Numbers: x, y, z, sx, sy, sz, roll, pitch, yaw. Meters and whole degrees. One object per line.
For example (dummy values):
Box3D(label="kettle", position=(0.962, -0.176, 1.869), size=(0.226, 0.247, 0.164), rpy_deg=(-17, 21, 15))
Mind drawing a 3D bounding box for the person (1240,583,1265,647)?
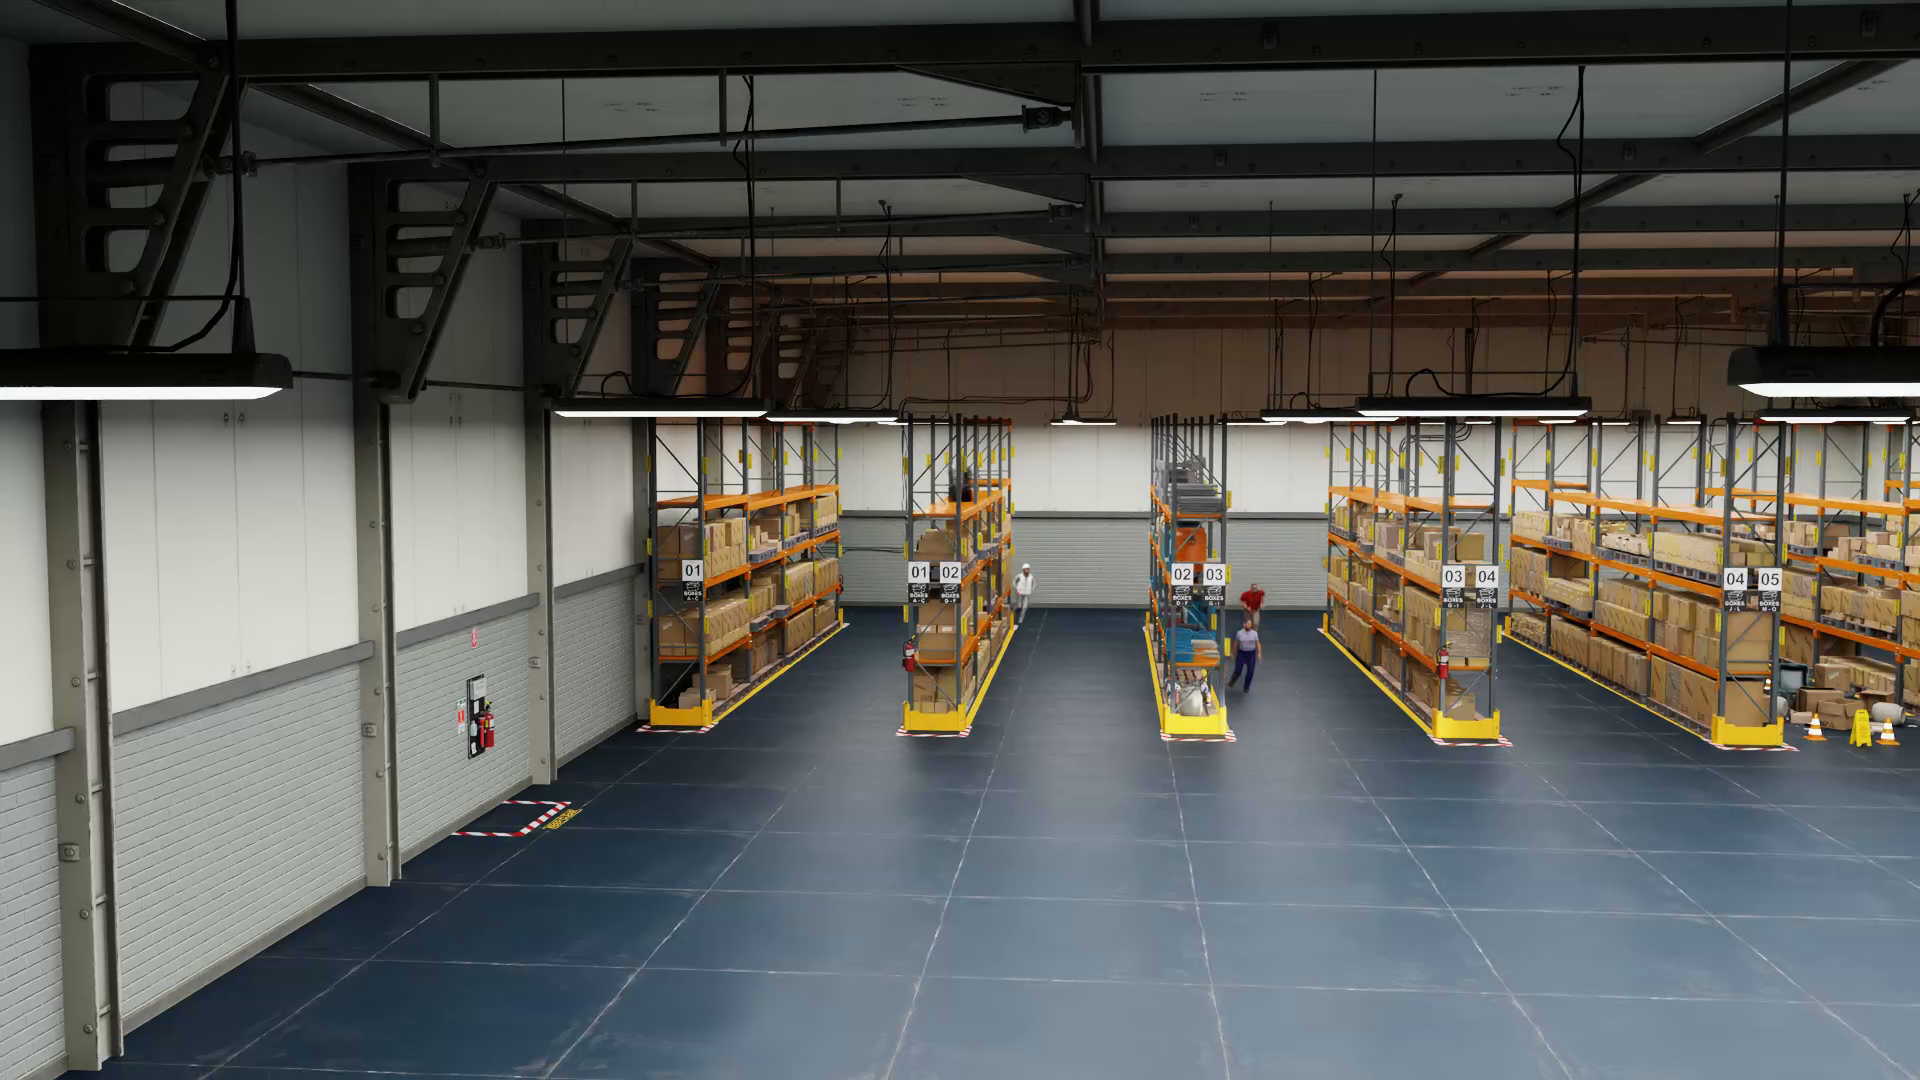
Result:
Box3D(label="person", position=(7.713, 1.959, 44.088), size=(0.703, 1.696, 1.023), rpy_deg=(-1, 4, -7))

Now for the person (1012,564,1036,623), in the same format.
Box3D(label="person", position=(1.896, 1.574, 49.015), size=(0.708, 1.724, 0.548), rpy_deg=(-1, 4, -12))

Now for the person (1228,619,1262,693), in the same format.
Box3D(label="person", position=(6.161, 2.500, 35.998), size=(0.662, 1.599, 0.634), rpy_deg=(0, 4, 2))
